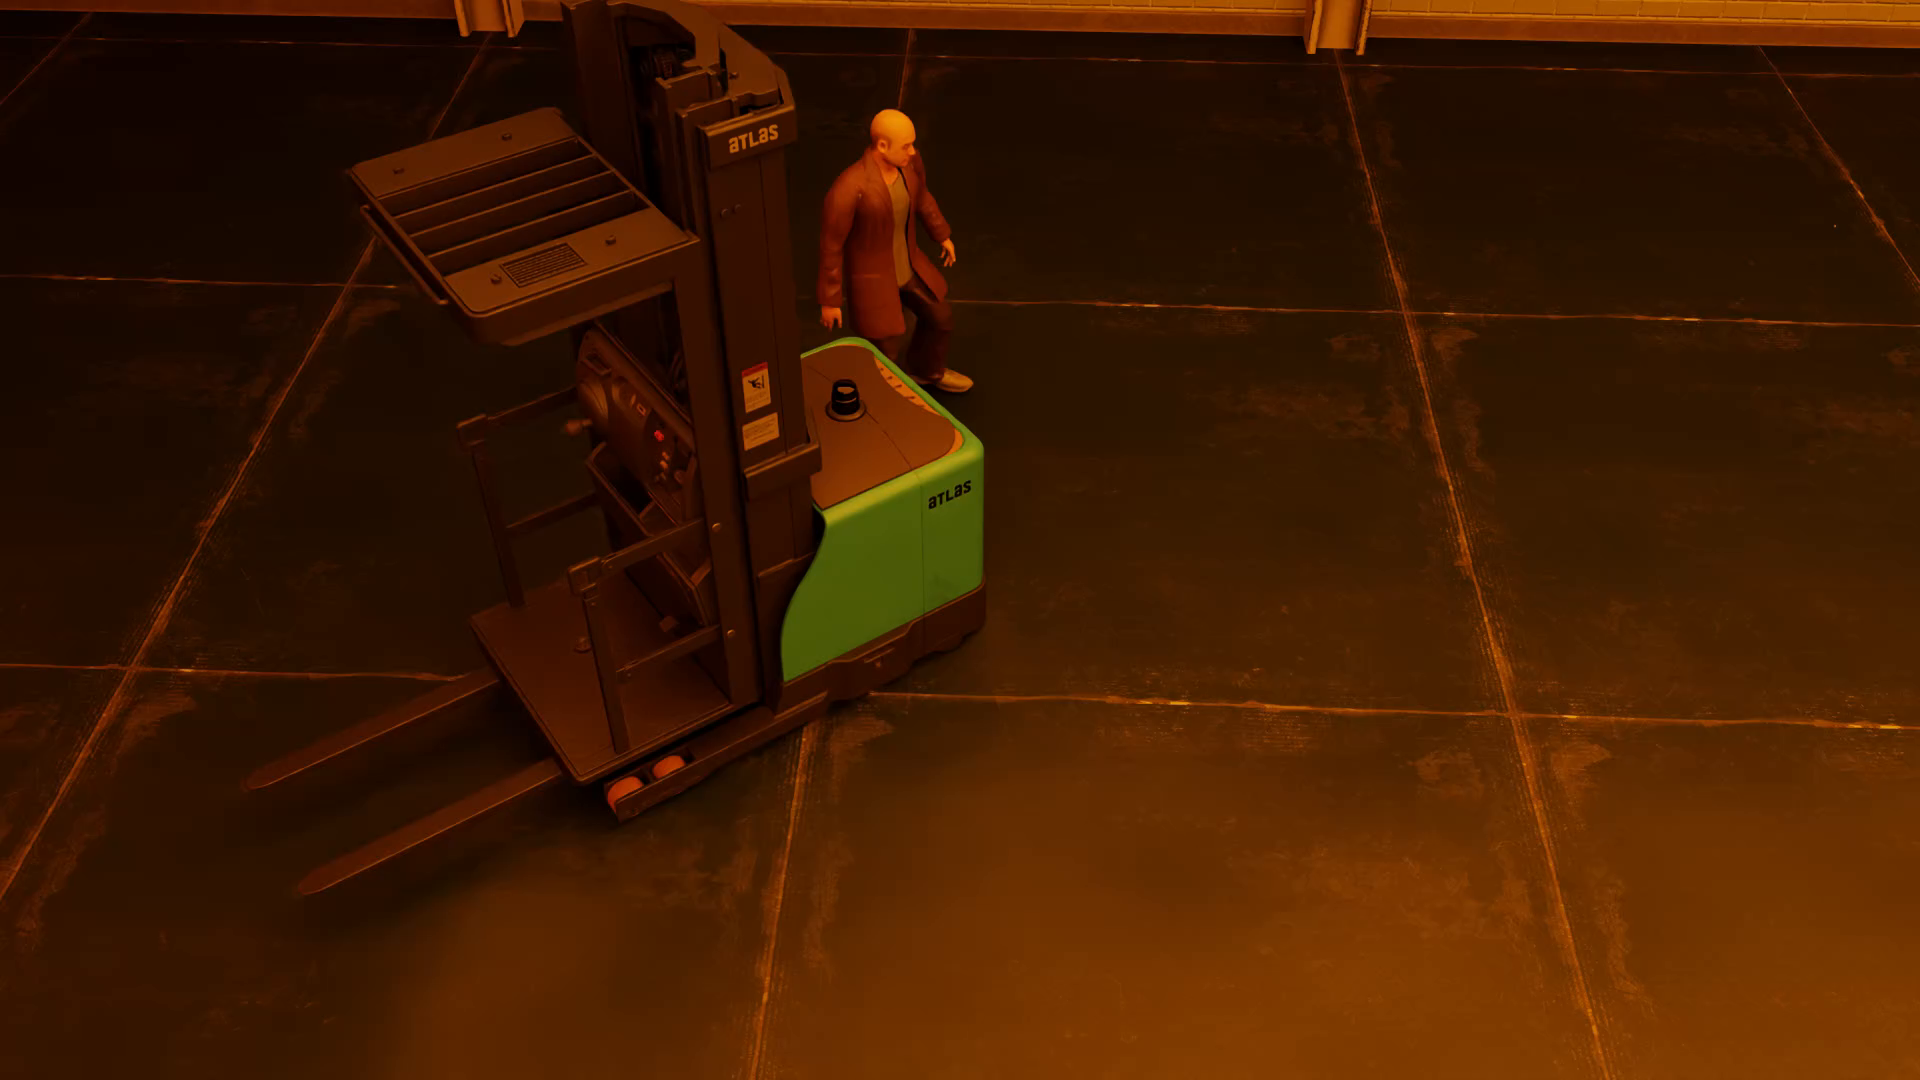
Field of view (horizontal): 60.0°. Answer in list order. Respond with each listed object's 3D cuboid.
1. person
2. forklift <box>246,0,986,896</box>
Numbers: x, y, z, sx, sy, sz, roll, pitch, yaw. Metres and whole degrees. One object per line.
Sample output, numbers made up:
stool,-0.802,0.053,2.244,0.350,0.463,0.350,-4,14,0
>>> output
person,-0.342,-1.285,8.027,0.440,1.752,0.832,28,49,27
forklift,-1.385,-0.373,6.151,3.031,2.935,1.130,-25,48,-25
